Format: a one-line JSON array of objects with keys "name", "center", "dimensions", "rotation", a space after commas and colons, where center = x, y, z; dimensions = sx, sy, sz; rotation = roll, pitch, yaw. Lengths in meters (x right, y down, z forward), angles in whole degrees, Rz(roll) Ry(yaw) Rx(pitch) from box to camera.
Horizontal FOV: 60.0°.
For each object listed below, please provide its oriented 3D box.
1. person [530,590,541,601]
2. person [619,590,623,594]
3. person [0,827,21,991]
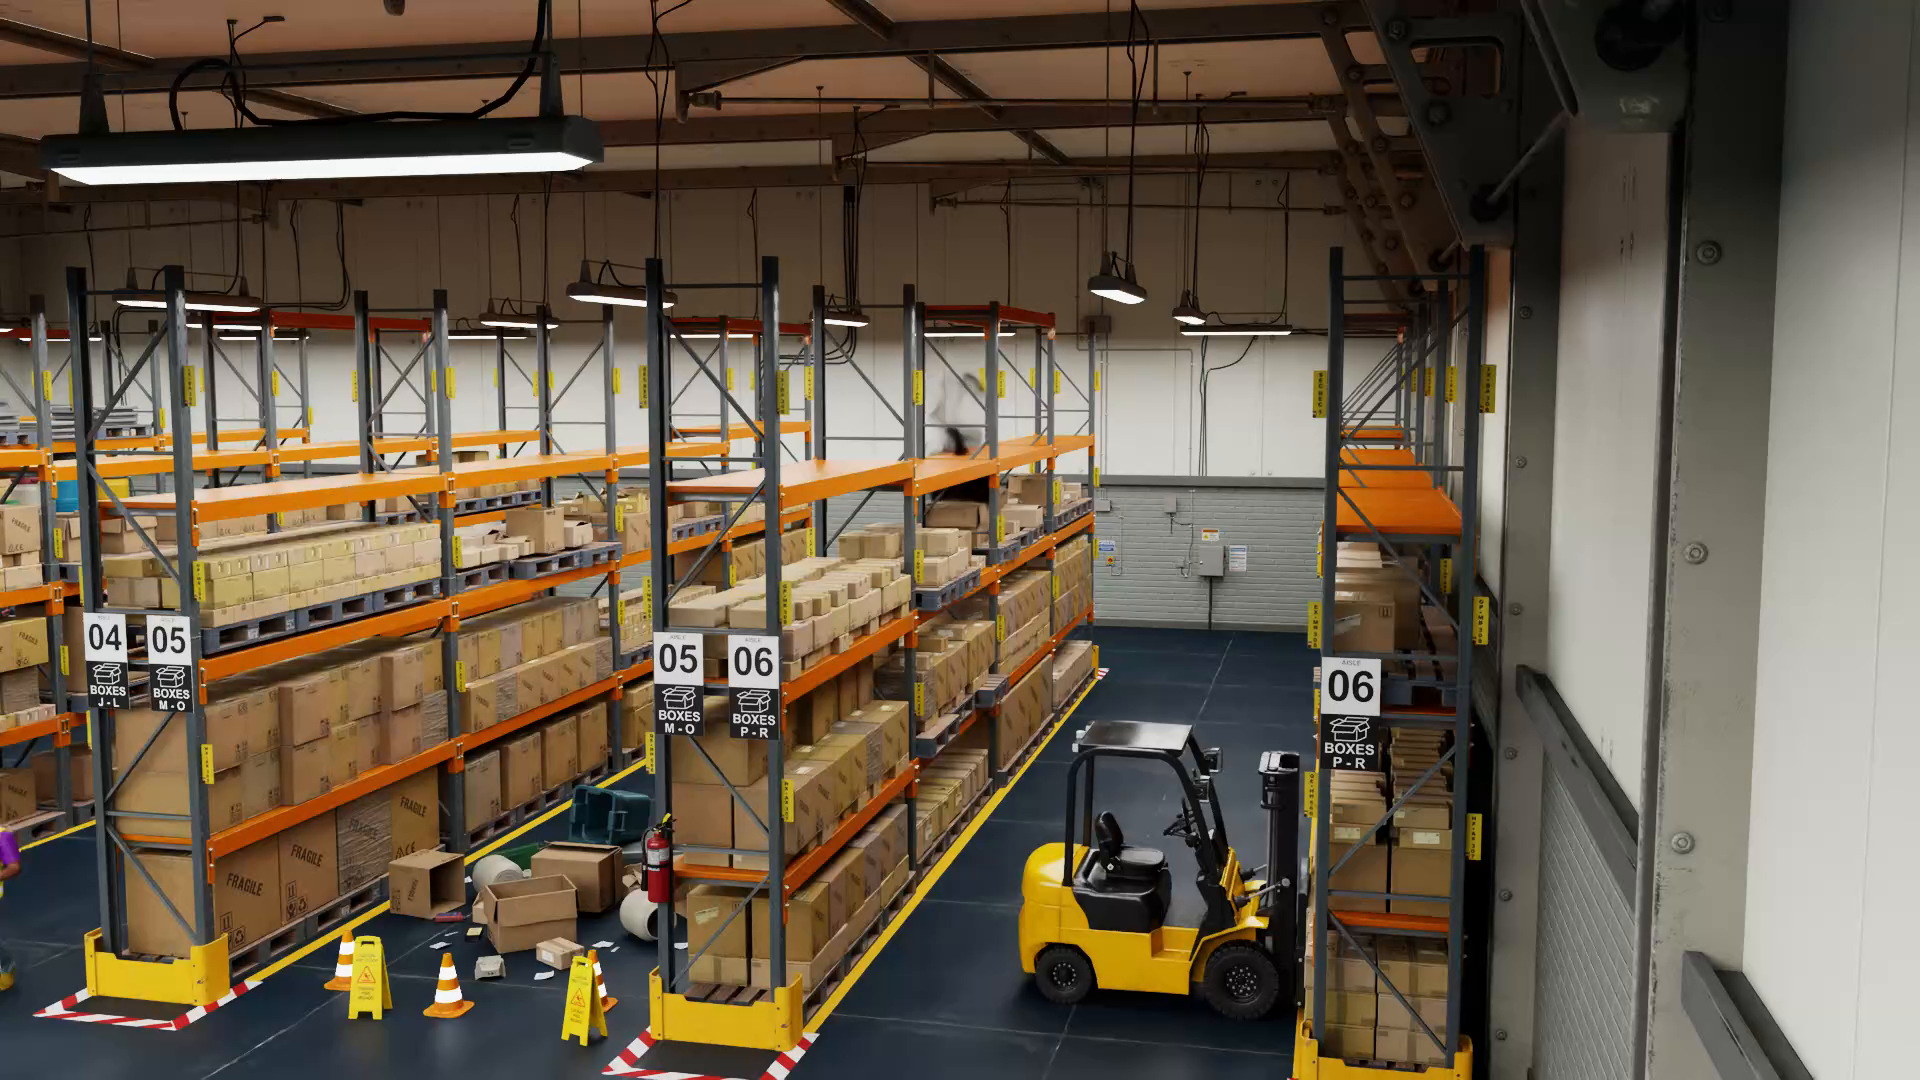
[{"name": "person", "center": [-6.886, 1.596, 26.988], "dimensions": [0.566, 1.672, 0.908], "rotation": [1, 6, 8]}, {"name": "person", "center": [-5.421, 1.656, 26.776], "dimensions": [0.582, 1.686, 0.812], "rotation": [2, 6, 18]}, {"name": "person", "center": [-7.964, 2.932, 13.451], "dimensions": [0.708, 1.769, 0.967], "rotation": [-1, 6, -8]}]
